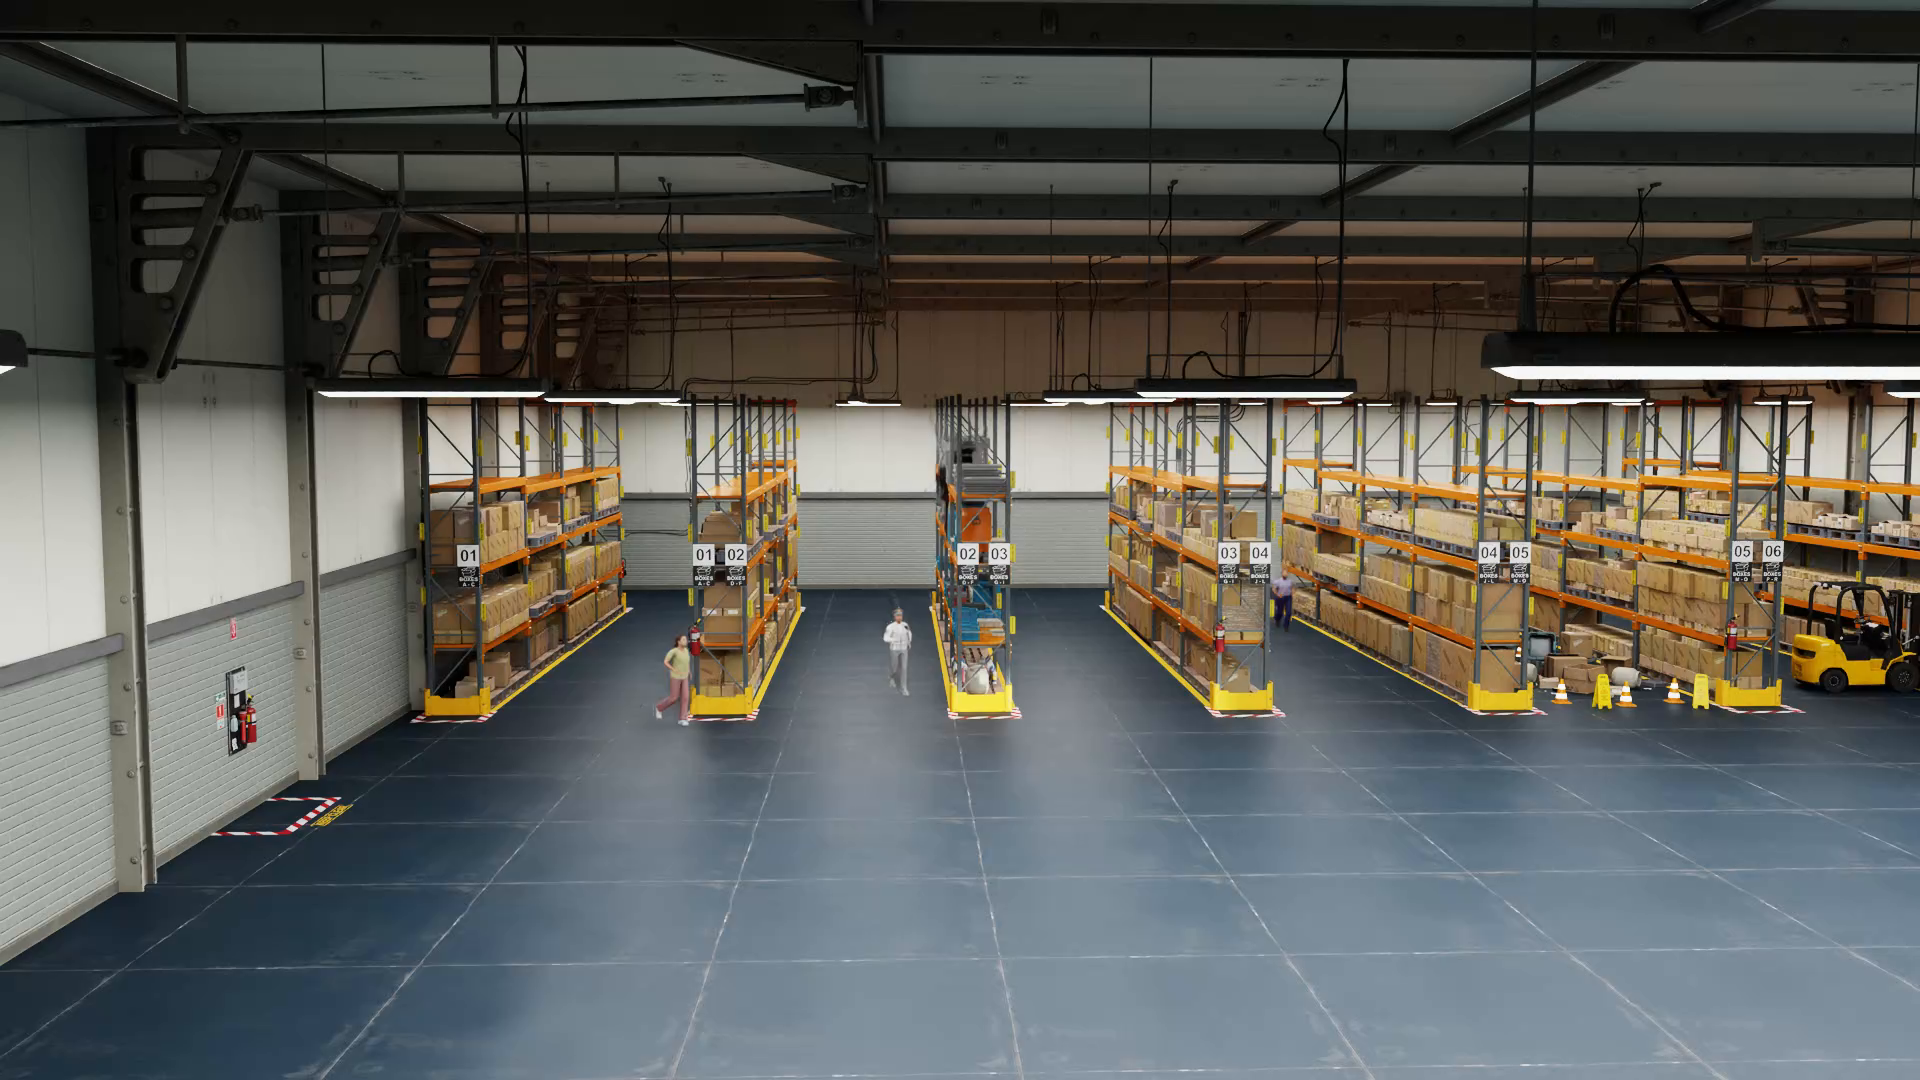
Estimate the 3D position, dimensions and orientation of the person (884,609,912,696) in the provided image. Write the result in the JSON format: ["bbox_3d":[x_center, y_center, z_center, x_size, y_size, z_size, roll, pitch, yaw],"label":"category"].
[{"bbox_3d":[-1.201,2.193,32.914,0.617,1.667,0.917,-1,5,-17],"label":"person"}]

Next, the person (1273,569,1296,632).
[{"bbox_3d":[8.386,1.547,42.986,0.607,1.601,0.589,0,5,-3],"label":"person"}]

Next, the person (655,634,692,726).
[{"bbox_3d":[-5.096,2.519,30.290,0.884,1.621,0.636,4,6,40],"label":"person"}]
